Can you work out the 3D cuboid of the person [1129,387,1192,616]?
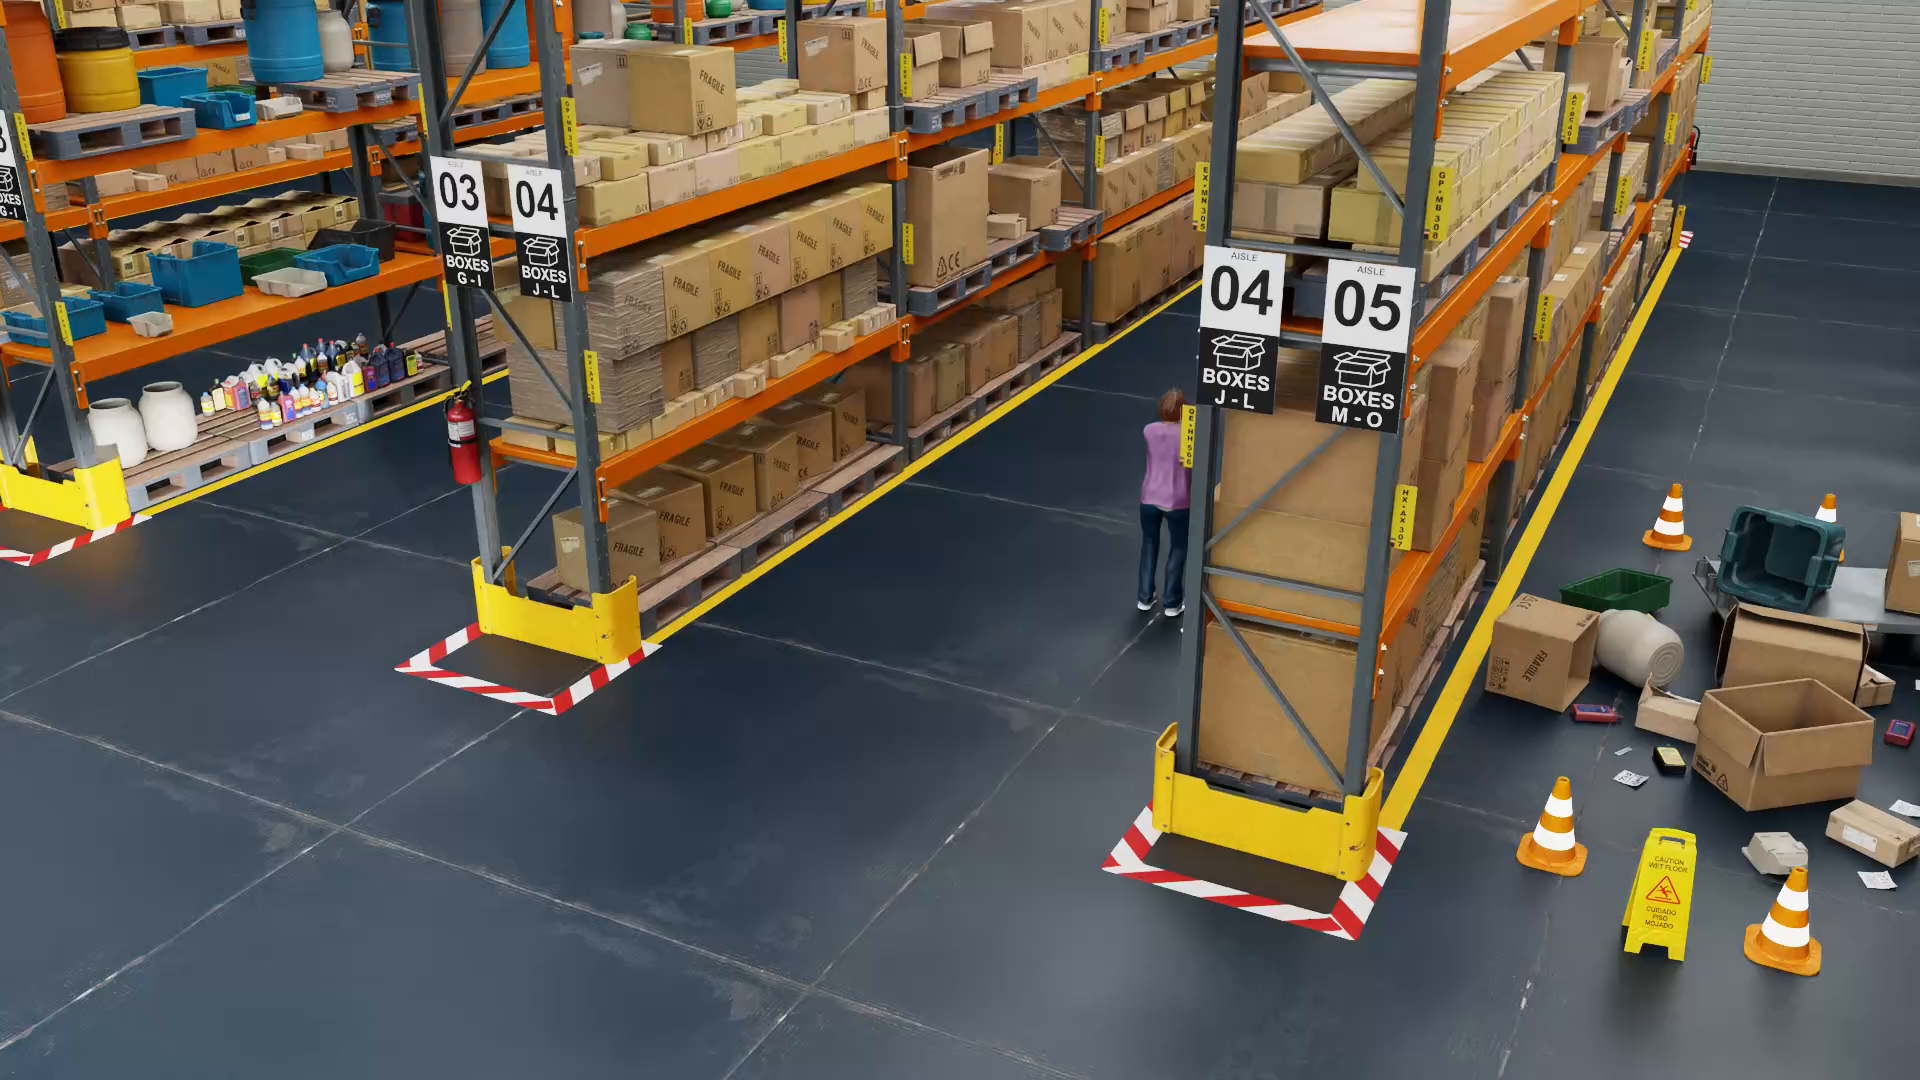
[{"bbox_3d":[1.385,-0.254,11.322,0.485,1.594,0.341,10,25,22],"label":"person"}]
